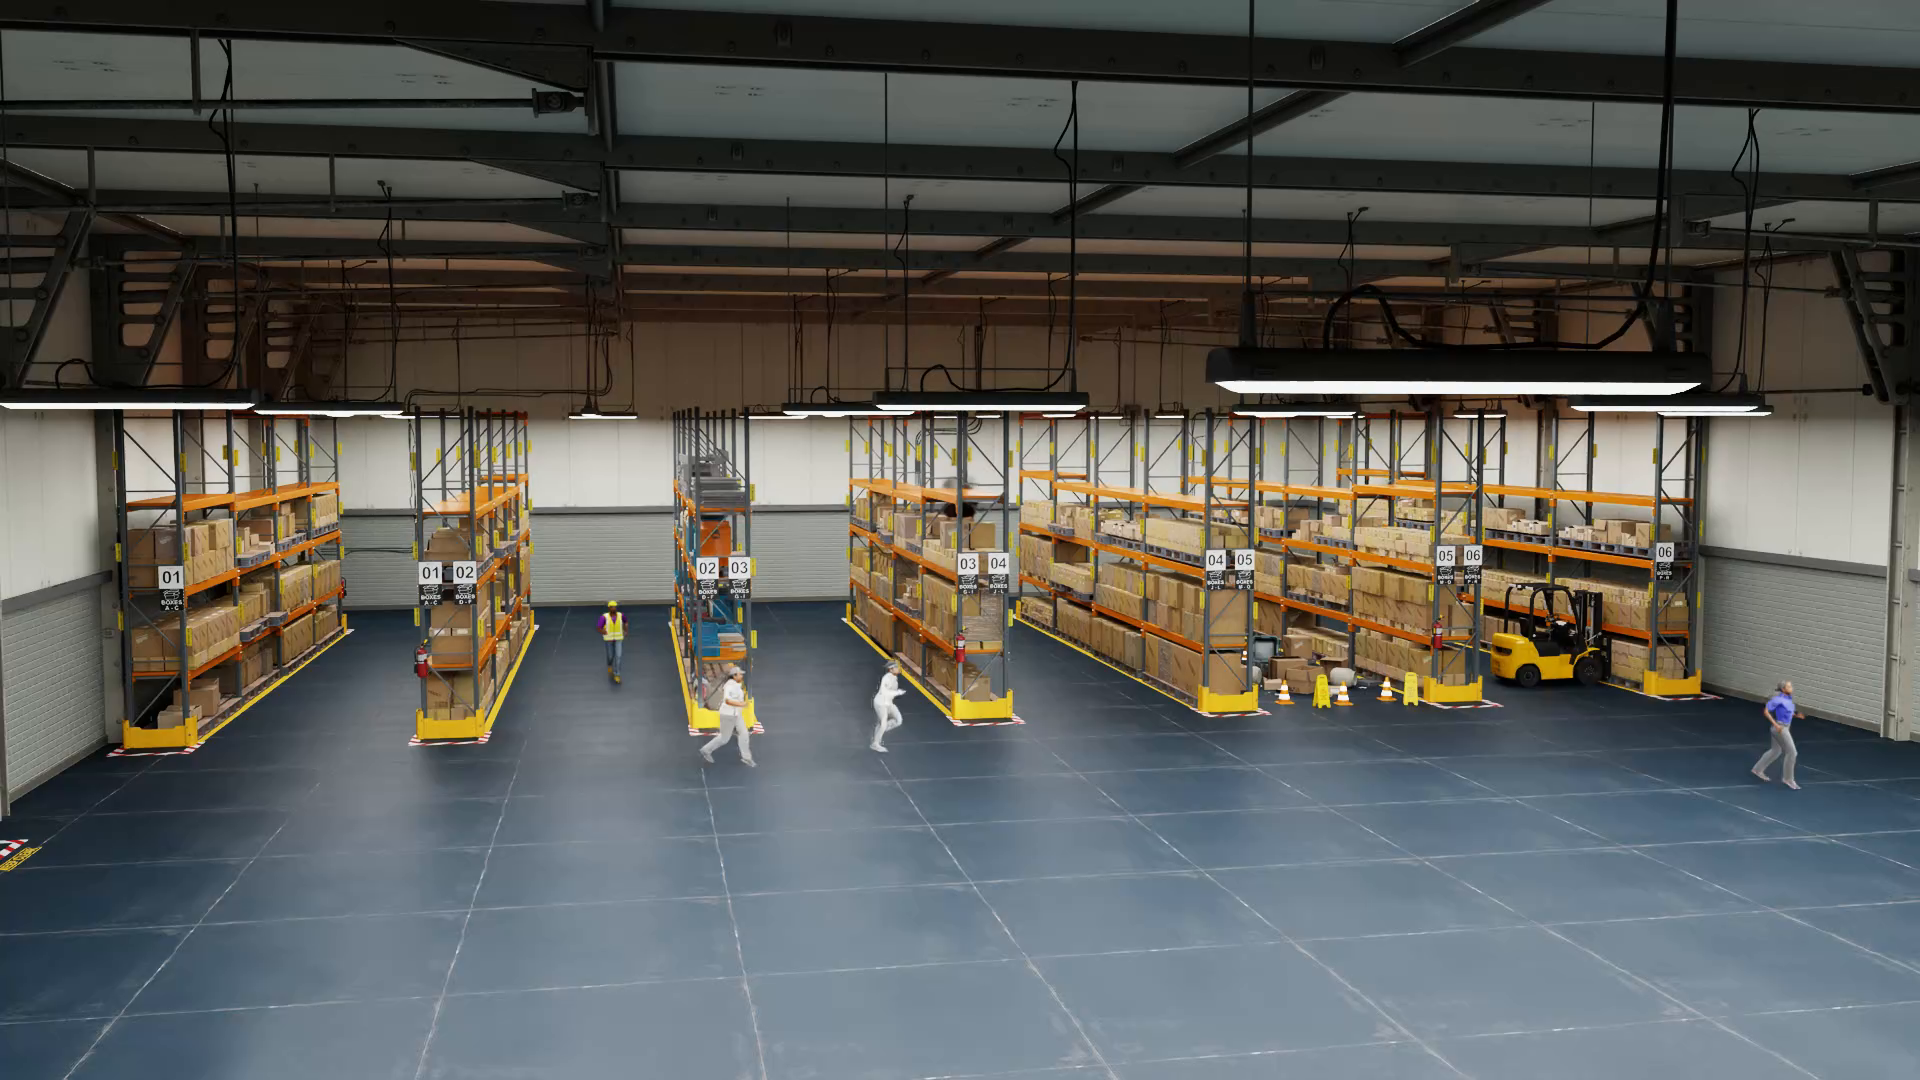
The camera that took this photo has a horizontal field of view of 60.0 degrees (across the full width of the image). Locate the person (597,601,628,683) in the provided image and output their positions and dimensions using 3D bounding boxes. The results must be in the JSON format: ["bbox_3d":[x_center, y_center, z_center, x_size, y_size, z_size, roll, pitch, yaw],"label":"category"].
[{"bbox_3d":[-7.677,2.224,36.799,0.689,1.772,0.963,-1,4,-18],"label":"person"}]

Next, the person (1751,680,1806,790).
[{"bbox_3d":[12.886,3.038,26.165,0.745,1.708,0.570,3,5,37],"label":"person"}]

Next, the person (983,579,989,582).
[{"bbox_3d":[0.514,1.519,48.146,0.678,1.699,0.686,0,4,3],"label":"person"}]

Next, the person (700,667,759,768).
[{"bbox_3d":[-3.828,2.940,27.575,0.977,1.686,0.628,0,4,6],"label":"person"}]

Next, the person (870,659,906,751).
[{"bbox_3d":[-1.244,2.864,28.839,0.708,1.625,0.601,2,4,24],"label":"person"}]
